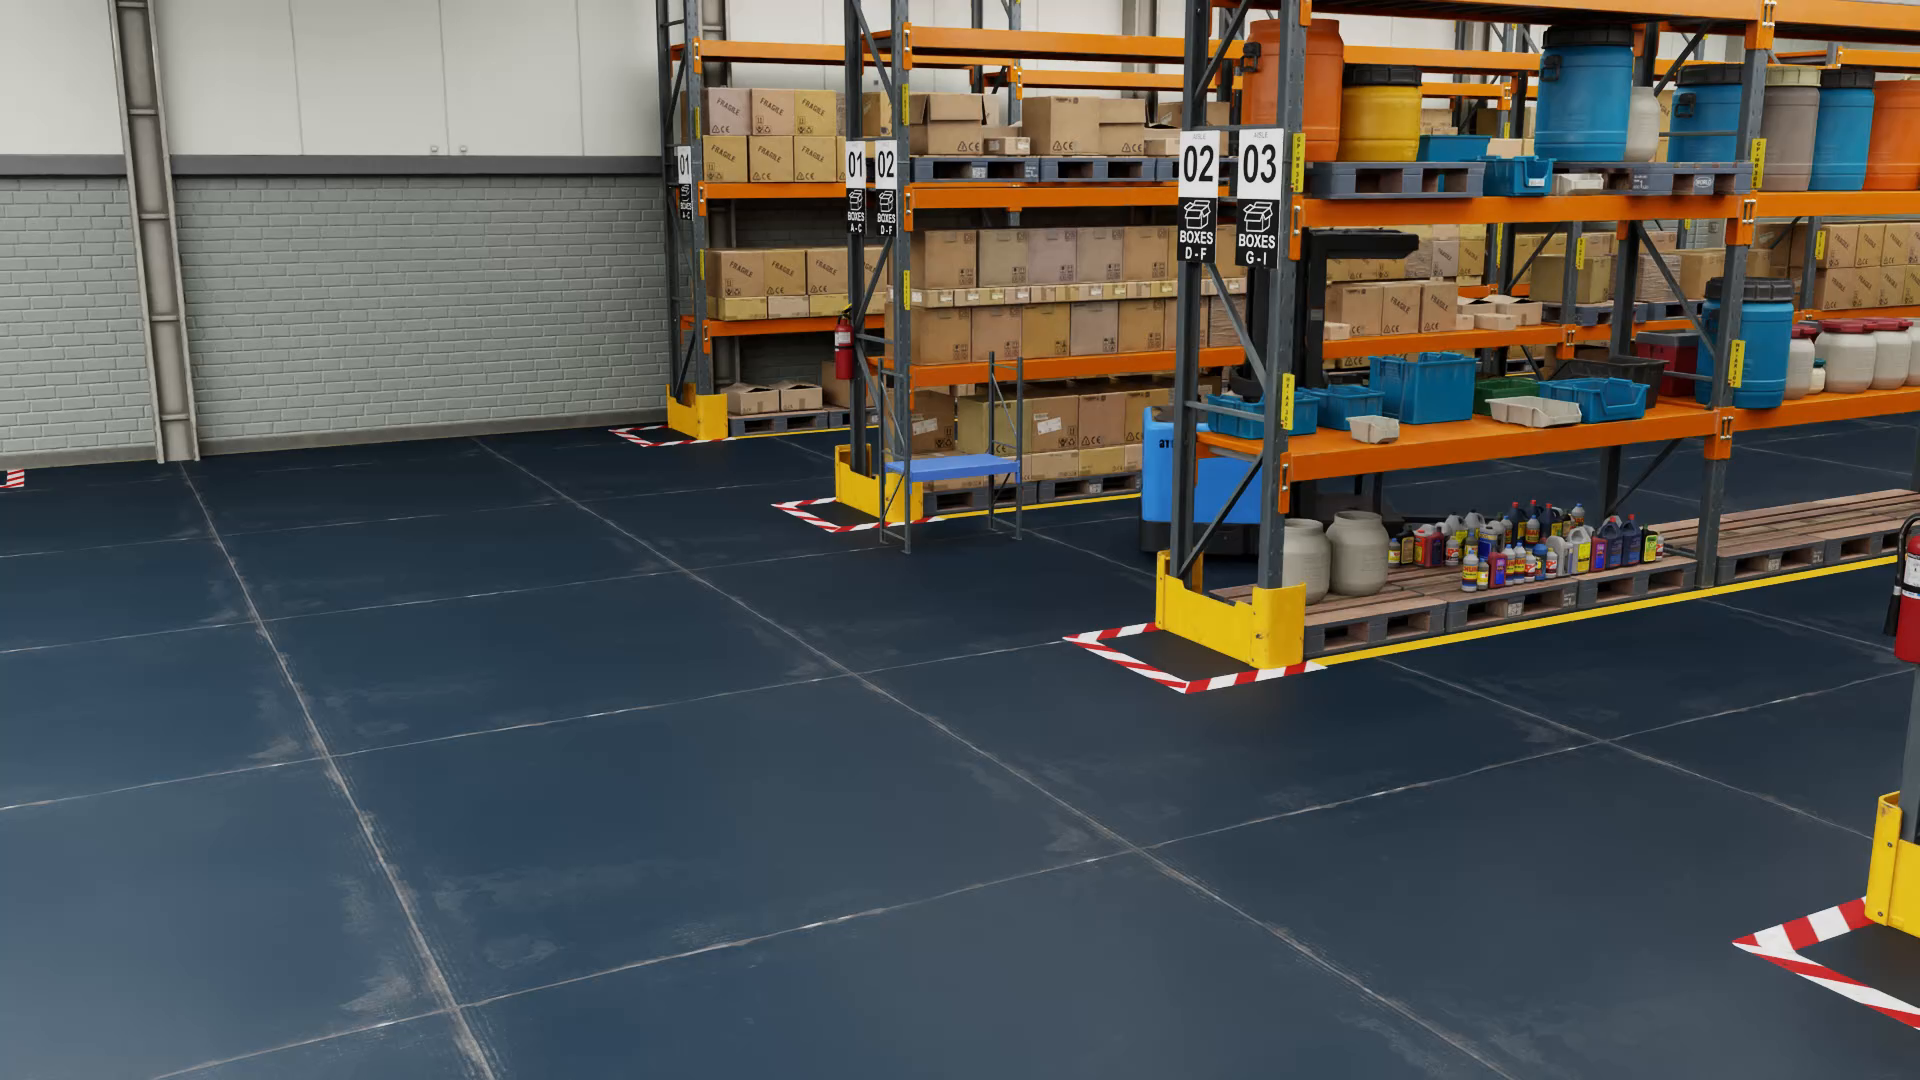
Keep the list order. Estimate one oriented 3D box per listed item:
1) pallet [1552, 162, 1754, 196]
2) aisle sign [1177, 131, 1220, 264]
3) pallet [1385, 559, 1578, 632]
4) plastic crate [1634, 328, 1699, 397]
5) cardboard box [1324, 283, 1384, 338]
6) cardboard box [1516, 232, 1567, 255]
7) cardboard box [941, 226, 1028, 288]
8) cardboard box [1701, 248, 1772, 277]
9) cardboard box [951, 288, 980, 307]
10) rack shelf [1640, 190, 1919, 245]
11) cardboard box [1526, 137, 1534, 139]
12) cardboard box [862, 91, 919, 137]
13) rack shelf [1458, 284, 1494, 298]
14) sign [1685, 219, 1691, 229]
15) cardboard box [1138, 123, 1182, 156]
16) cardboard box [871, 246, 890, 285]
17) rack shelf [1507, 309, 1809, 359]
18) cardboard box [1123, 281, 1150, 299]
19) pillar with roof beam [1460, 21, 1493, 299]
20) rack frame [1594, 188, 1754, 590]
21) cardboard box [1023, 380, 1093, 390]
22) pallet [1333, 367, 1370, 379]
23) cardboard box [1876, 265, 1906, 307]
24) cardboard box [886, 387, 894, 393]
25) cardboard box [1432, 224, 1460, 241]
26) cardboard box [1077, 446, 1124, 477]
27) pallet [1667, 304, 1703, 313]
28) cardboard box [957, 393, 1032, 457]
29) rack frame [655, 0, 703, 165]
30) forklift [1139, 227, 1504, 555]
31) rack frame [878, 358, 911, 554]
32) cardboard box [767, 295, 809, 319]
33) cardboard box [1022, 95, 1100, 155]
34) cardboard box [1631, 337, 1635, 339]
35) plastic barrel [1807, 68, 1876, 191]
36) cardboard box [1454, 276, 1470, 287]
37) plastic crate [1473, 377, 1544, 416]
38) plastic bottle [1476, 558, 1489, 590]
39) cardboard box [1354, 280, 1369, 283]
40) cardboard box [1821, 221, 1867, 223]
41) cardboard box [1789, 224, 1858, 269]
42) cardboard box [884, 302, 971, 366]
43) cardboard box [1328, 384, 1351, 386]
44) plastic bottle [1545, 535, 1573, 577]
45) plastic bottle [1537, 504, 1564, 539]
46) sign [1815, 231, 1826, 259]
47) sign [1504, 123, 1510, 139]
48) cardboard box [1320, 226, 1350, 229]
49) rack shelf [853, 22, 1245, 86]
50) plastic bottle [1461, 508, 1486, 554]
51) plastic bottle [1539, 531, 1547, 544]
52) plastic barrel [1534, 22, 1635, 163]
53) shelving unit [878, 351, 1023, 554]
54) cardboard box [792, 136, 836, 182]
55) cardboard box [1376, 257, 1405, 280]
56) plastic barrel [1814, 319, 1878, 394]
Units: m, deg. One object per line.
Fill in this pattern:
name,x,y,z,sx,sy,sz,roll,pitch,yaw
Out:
pallet,4.588,-2.482,11.403,1.003,0.211,1.213,-7,14,-28
aisle sign,1.458,-2.102,10.198,0.004,0.787,0.394,-7,14,-28
pallet,3.493,0.347,11.587,1.213,0.211,1.003,-7,14,-28
plastic crate,5.453,-1.346,12.614,0.583,0.464,0.402,-7,14,-28
cardboard box,3.949,-2.342,16.957,0.500,0.500,0.500,-6,14,-24
cardboard box,8.577,-4.232,24.899,0.700,0.700,0.980,-7,15,-29
cardboard box,0.215,-2.530,14.836,0.500,0.500,0.700,-7,15,-29
cardboard box,9.303,-3.249,20.029,0.700,0.500,0.500,11,17,41
cardboard box,-0.029,-2.133,14.549,0.250,0.149,0.380,-7,15,-29
rack shelf,6.930,-2.528,12.818,4.000,0.370,1.077,-7,14,-28
cardboard box,6.682,-4.146,18.139,0.500,0.500,0.910,-7,14,-28
cardboard box,-0.812,-4.903,19.180,0.500,0.500,0.500,-7,15,-30
rack shelf,5.694,-3.395,23.500,4.000,0.370,1.077,-7,14,-28
sign,11.208,-4.951,25.602,0.005,0.325,0.100,-7,14,-28
cardboard box,1.762,-3.794,15.733,0.500,0.311,0.500,-8,15,-31
cardboard box,-0.722,-3.203,19.598,0.500,0.500,0.500,-7,15,-29
rack shelf,8.071,-2.441,19.260,4.000,0.370,1.077,-7,14,-28
cardboard box,1.553,-2.322,15.391,0.250,0.149,0.380,-6,14,-26
pillar with roof beam,9.712,-6.294,21.079,0.400,9.000,9.100,-7,14,-28
rack frame,5.174,-1.205,12.133,0.127,3.000,1.000,-7,14,-28
cardboard box,0.932,-1.243,15.898,0.500,0.500,0.500,-7,14,-28
pallet,5.736,-2.371,23.663,1.213,0.211,1.003,-7,14,-28
cardboard box,11.292,-3.158,20.584,0.500,0.500,0.500,-7,14,-28
cardboard box,-0.986,-1.774,20.151,0.250,0.149,0.380,-8,15,-32
cardboard box,6.709,-4.375,23.560,0.500,0.250,0.500,-6,14,-27
cardboard box,1.188,-0.774,15.522,0.500,0.250,0.500,-7,14,-28
pallet,9.072,-2.845,19.857,1.213,0.211,1.003,-7,14,-28
cardboard box,0.309,-1.035,14.976,0.500,0.500,0.500,-7,14,-28
rack frame,-3.083,-5.621,18.088,0.127,3.000,1.000,-7,14,-28
forklift,2.953,-1.351,12.938,3.031,2.935,1.130,1,13,5
rack frame,-0.521,-0.669,13.167,0.032,1.500,0.500,-7,14,-28
cardboard box,-2.054,-2.678,18.972,0.500,0.250,0.500,-7,15,-30
cardboard box,0.882,-3.647,14.647,0.500,0.500,0.500,-7,14,-28
cardboard box,10.394,-3.269,26.042,0.500,0.500,0.700,-7,14,-28
plastic barrel,6.665,-3.146,12.784,0.708,0.901,0.600,-7,14,-28
cardboard box,7.078,-3.722,23.843,0.250,0.149,0.380,-7,14,-27
plastic crate,3.848,-1.014,11.763,0.662,0.188,0.450,-7,14,-28
plastic bottle,3.495,0.224,11.151,0.097,0.201,0.097,0,13,0
cardboard box,5.454,-3.553,23.093,0.250,0.149,0.380,-7,14,-27
cardboard box,11.037,-3.749,20.931,0.500,0.500,0.500,-7,14,-27
cardboard box,10.375,-3.534,19.975,0.500,0.500,0.500,-6,14,-26
cardboard box,-0.291,-1.835,14.703,0.500,0.500,0.700,-7,14,-28
cardboard box,3.915,-1.503,17.485,0.500,0.311,0.500,-7,14,-28
plastic bottle,4.151,0.103,11.523,0.135,0.276,0.152,-7,14,-27
plastic bottle,4.336,-0.095,12.230,0.185,0.351,0.144,-7,14,-28
sign,10.095,-3.460,19.515,0.005,0.325,0.100,-7,14,-28
sign,7.718,-5.722,23.475,0.005,0.325,0.100,-7,14,-28
cardboard box,4.932,-4.160,22.602,0.500,0.250,0.500,-7,14,-29
rack shelf,1.049,-4.331,14.906,4.000,0.370,1.077,-7,14,-28
plastic bottle,3.728,-0.058,12.067,0.185,0.351,0.144,-7,14,-28
plastic bottle,4.099,0.079,11.613,0.133,0.283,0.061,-7,14,-28
plastic barrel,4.249,-3.034,11.329,0.708,0.901,0.600,-7,14,-28
shelving unit,-0.075,-0.723,13.405,1.048,1.500,0.538,-7,14,-28
cardboard box,-1.728,-4.308,18.813,0.500,0.500,0.500,-6,14,-25
cardboard box,5.841,-3.902,23.166,0.500,0.500,0.500,-6,14,-26
plastic barrel,6.763,-1.407,12.720,0.433,0.535,0.433,0,13,0
